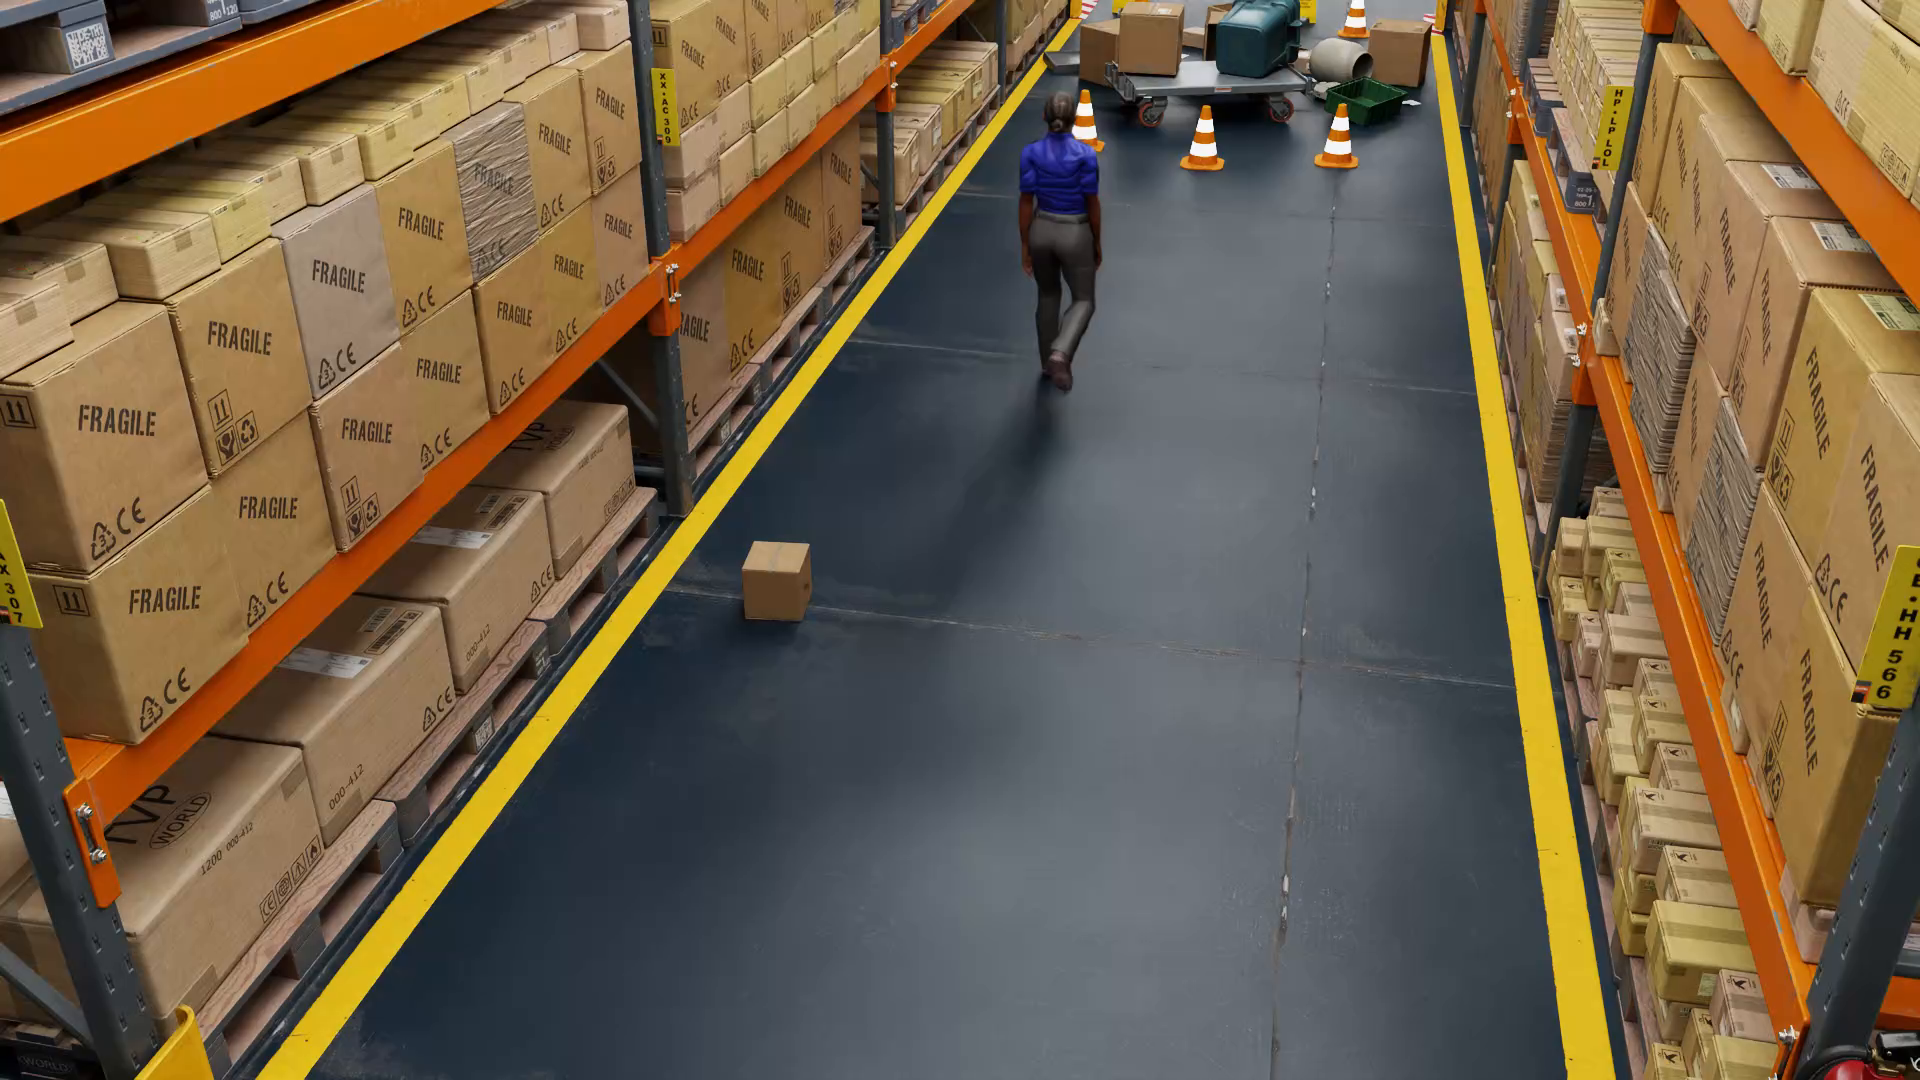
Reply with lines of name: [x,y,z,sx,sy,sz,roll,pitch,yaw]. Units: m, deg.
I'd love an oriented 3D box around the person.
person: [0.534,-1.607,8.996,0.445,1.631,0.727,9,30,16]
